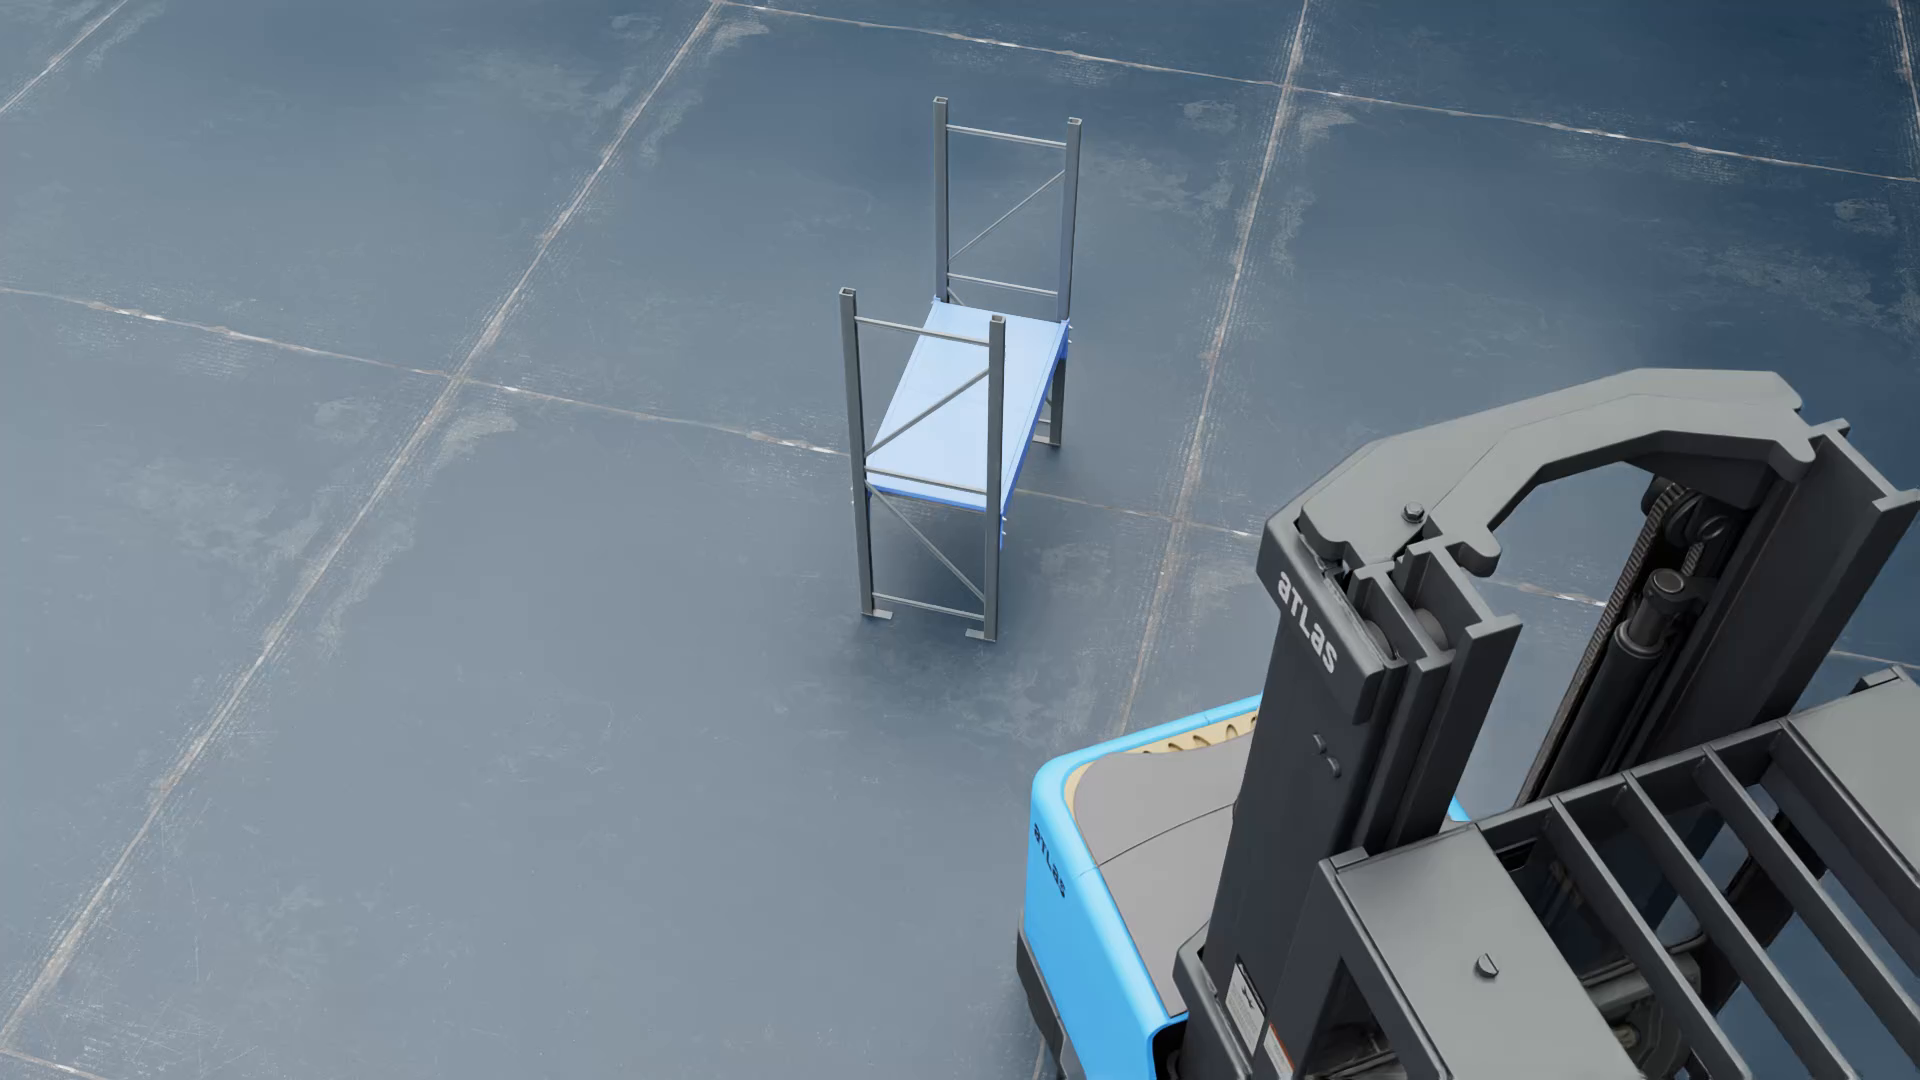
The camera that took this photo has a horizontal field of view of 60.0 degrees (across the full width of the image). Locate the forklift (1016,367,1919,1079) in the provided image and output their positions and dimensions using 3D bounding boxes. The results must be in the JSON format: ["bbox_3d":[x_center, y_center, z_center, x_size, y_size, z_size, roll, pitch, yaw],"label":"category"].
[{"bbox_3d":[1.152,1.239,3.201,1.130,2.935,3.031,-15,50,-13],"label":"forklift"}]

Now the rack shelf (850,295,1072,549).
[{"bbox_3d":[0.022,-0.439,5.877,0.538,0.185,1.000,12,50,10],"label":"rack shelf"}]

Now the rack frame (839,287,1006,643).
[{"bbox_3d":[-0.111,-0.190,5.418,0.500,1.500,0.032,12,50,10],"label":"rack frame"}]

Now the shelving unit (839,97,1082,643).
[{"bbox_3d":[0.022,-0.558,5.742,0.538,1.500,1.048,12,50,10],"label":"shelving unit"}]

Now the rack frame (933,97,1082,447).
[{"bbox_3d":[0.156,-0.926,6.067,0.500,1.500,0.032,12,50,10],"label":"rack frame"}]
